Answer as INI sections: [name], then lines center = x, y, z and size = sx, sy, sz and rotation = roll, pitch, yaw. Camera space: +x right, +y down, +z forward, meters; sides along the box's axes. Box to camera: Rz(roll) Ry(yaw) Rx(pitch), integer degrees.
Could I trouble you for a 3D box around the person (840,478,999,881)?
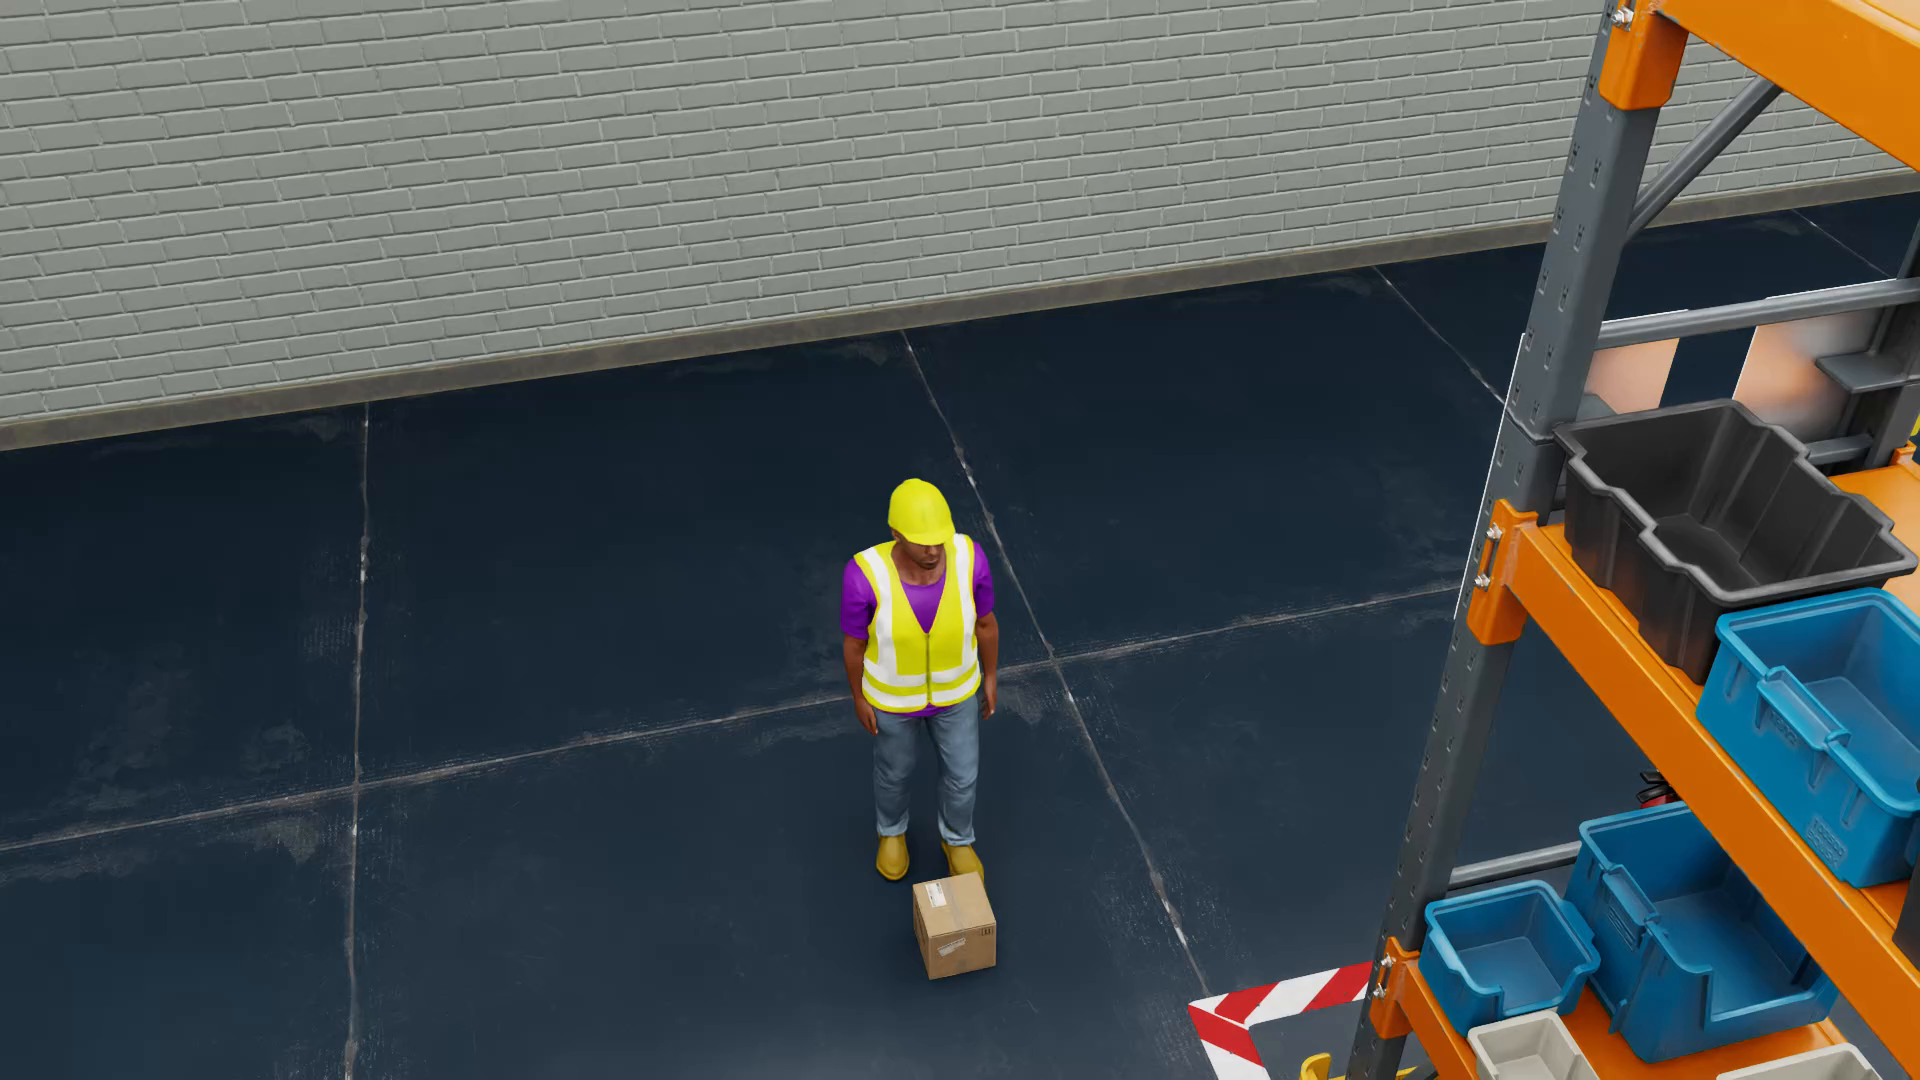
[person]
center = -0.123, 0.553, 5.993
size = 0.568, 1.766, 0.448
rotation = -9, 39, -11
